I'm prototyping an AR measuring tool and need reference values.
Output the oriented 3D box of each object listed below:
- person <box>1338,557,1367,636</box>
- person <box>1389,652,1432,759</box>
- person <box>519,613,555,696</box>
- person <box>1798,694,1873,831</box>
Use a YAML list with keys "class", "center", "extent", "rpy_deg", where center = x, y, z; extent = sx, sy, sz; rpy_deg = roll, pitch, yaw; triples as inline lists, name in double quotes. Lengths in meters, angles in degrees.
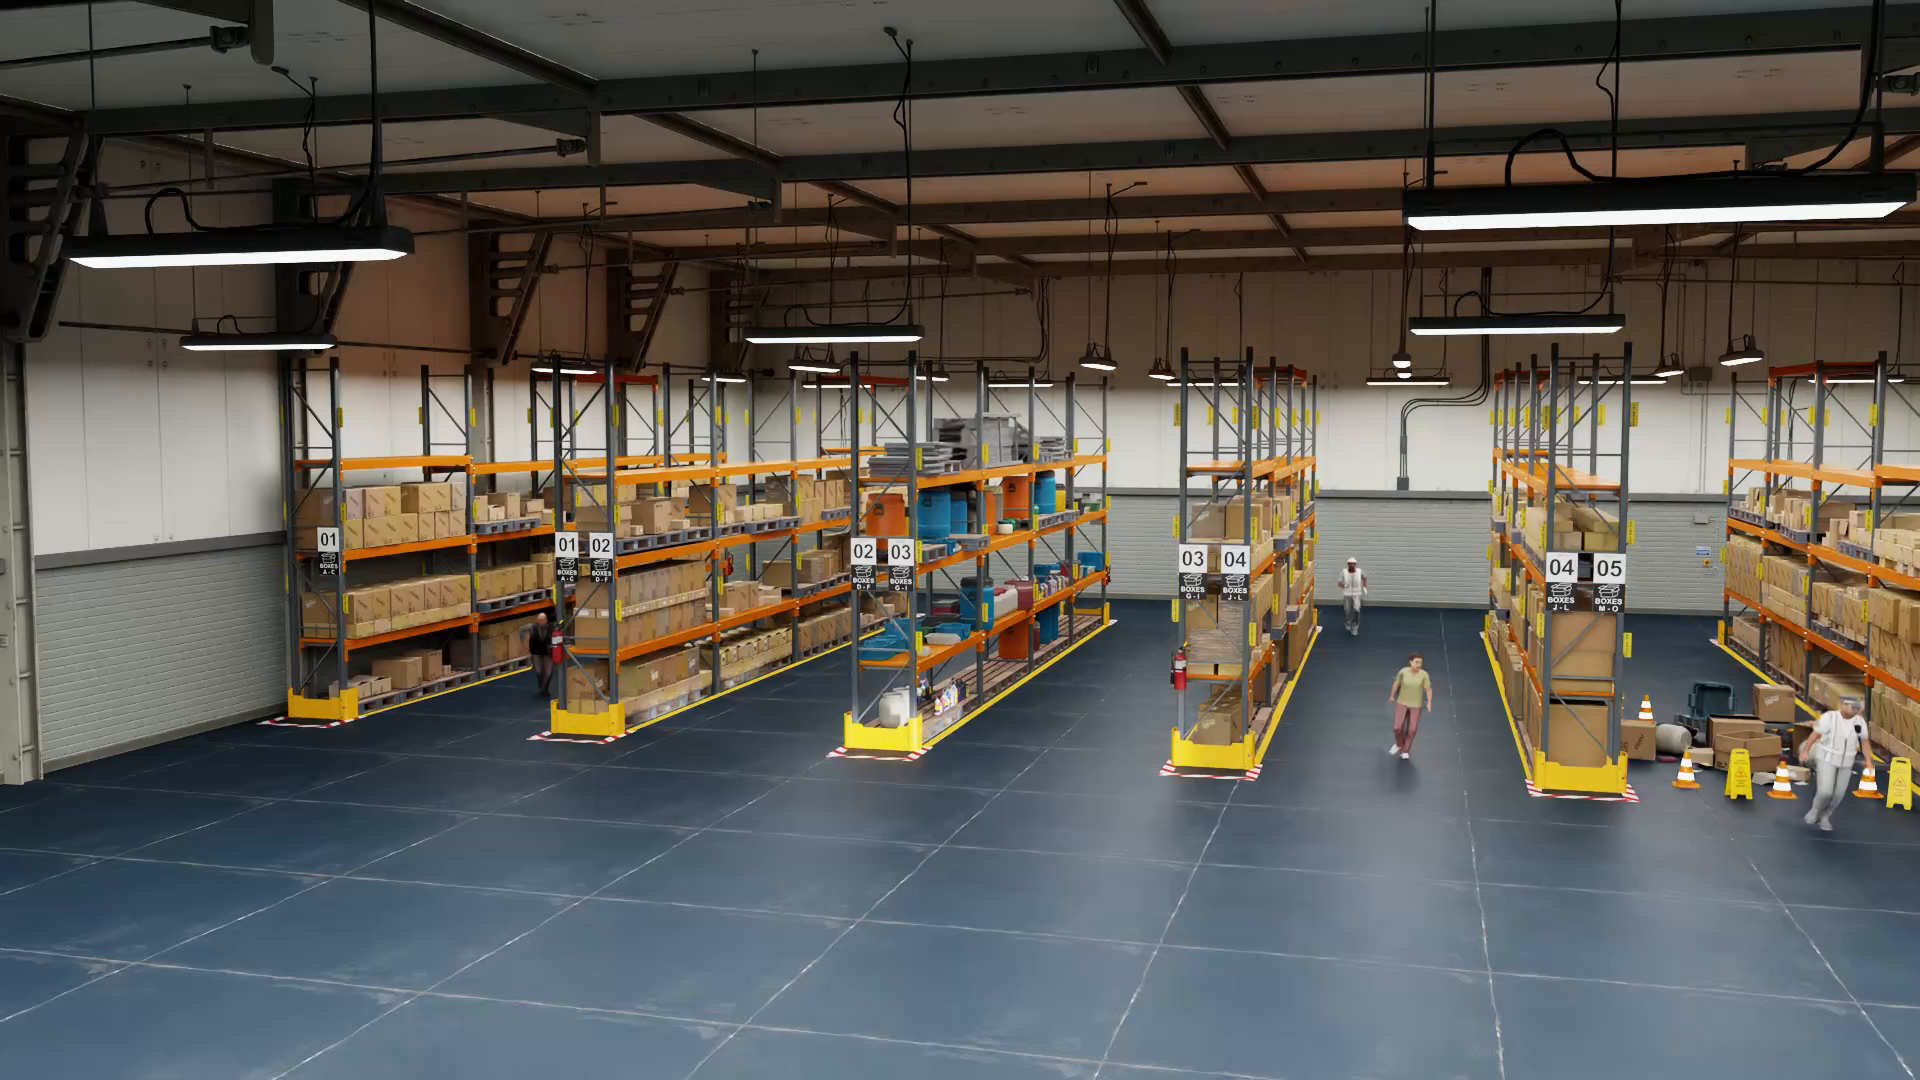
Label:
- class: "person"
  center: [9.037, 1.304, 38.310]
  extent: [0.664, 1.813, 0.825]
  rpy_deg: [1, 4, 12]
- class: "person"
  center: [6.572, 2.409, 24.230]
  extent: [0.578, 1.606, 0.594]
  rpy_deg: [1, 4, 8]
- class: "person"
  center: [-7.497, 2.052, 29.666]
  extent: [0.695, 1.549, 0.844]
  rpy_deg: [-1, 4, -14]
- class: "person"
  center: [10.602, 2.687, 20.084]
  extent: [0.665, 1.705, 0.652]
  rpy_deg: [0, 4, 0]
